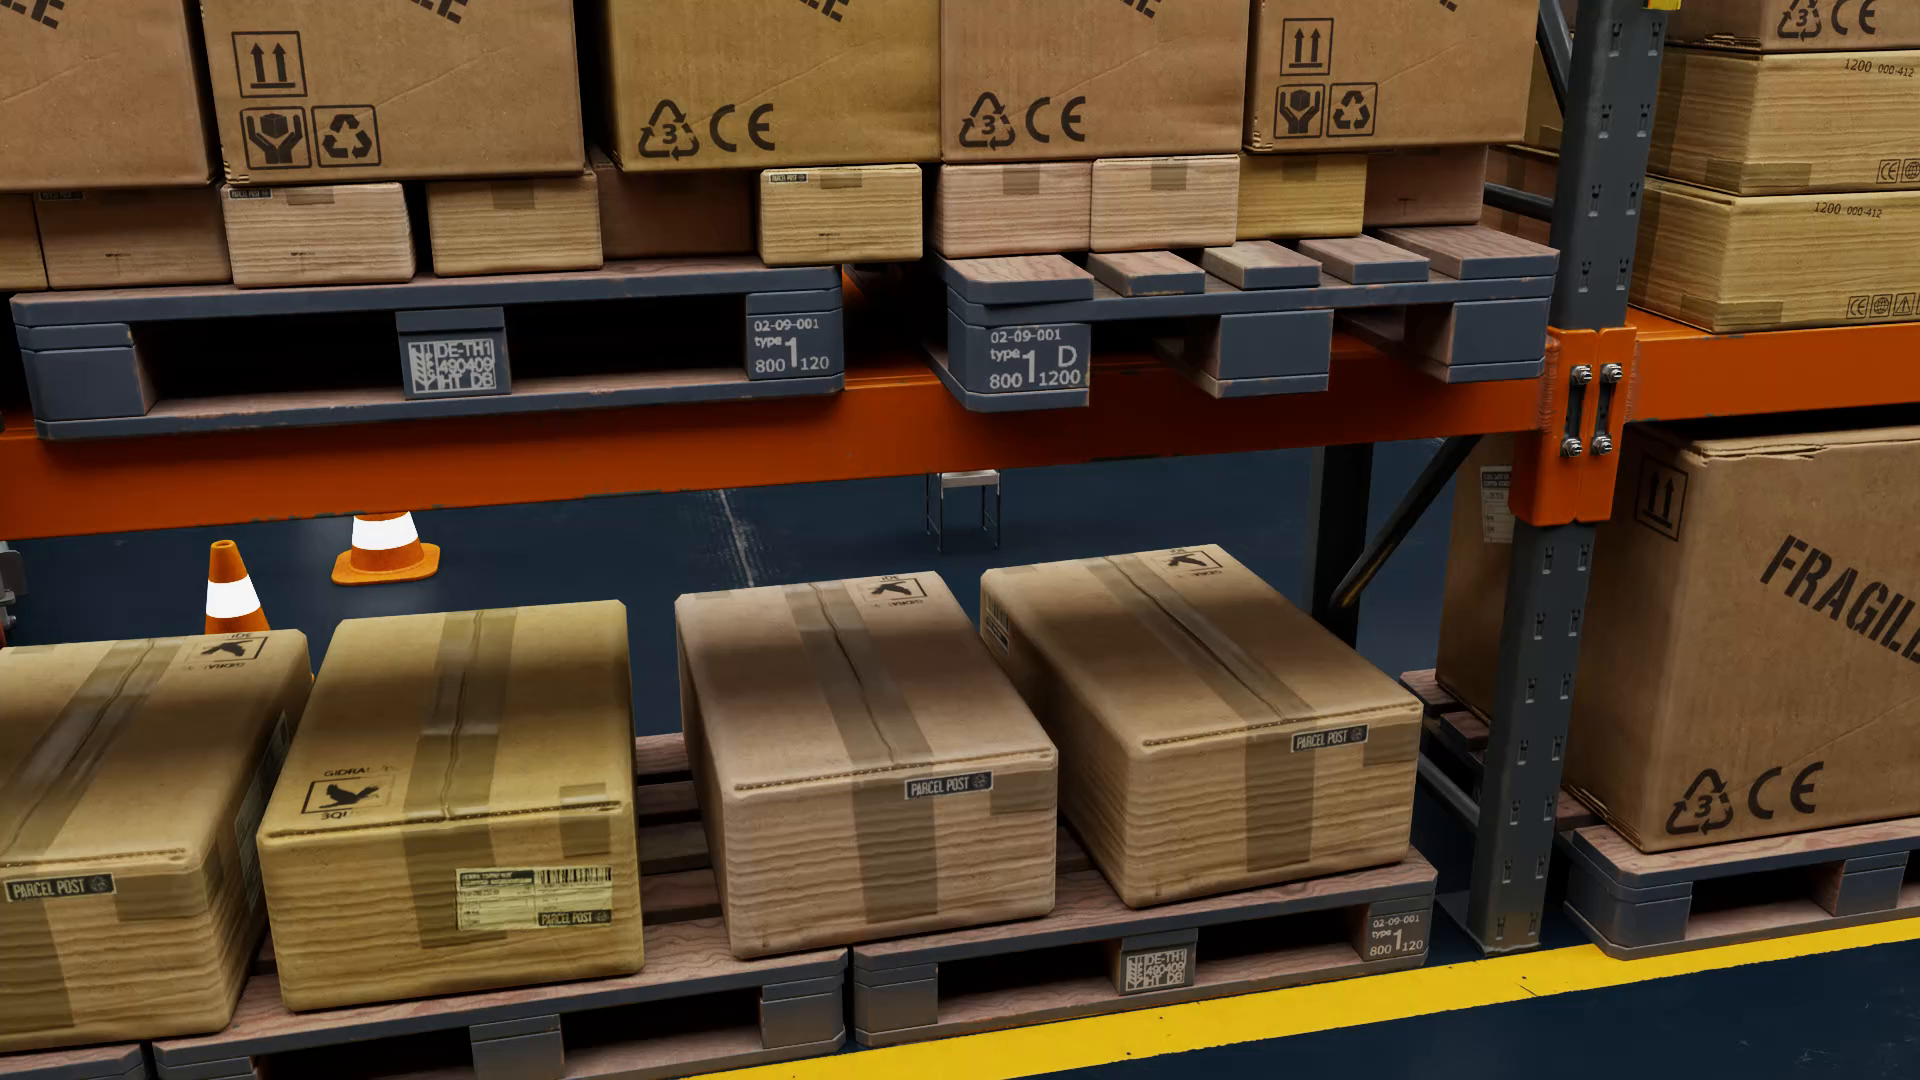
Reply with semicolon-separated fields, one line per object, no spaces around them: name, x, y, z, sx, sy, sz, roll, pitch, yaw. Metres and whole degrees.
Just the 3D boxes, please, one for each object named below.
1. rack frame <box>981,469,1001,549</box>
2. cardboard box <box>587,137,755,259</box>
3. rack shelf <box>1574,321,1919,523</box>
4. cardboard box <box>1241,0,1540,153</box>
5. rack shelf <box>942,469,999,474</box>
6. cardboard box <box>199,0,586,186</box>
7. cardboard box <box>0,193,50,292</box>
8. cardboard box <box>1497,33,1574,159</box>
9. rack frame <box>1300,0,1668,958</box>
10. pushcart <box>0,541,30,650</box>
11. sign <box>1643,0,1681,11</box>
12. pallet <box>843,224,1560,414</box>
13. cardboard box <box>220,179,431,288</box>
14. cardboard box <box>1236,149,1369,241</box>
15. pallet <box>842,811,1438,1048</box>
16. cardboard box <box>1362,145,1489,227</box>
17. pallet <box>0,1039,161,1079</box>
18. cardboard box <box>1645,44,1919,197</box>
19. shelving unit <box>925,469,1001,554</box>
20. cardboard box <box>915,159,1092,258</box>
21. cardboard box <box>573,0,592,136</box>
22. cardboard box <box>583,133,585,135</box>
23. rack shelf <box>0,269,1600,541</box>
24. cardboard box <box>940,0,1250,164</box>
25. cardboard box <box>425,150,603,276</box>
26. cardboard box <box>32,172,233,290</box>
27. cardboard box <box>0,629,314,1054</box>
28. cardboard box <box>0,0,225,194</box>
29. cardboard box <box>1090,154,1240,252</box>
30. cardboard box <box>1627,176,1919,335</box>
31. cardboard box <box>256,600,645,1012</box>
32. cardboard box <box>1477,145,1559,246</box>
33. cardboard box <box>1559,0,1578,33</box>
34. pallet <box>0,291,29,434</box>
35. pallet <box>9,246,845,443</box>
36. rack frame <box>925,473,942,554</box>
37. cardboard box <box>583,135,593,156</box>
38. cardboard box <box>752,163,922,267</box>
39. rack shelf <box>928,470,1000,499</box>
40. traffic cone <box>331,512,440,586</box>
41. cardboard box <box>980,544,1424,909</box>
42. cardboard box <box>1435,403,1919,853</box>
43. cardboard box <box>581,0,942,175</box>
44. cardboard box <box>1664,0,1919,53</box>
rack frame;0.107;-0.431;5.684;0.006;0.900;0.240;-5;21;-12
cardboard box;-0.494;-0.586;2.809;0.250;0.149;0.380;-4;21;-12
rack shelf;2.981;-0.534;3.958;4.000;0.370;1.077;-5;21;-12
cardboard box;0.657;-0.968;2.909;0.500;0.500;0.500;-5;21;-14
rack shelf;0.008;-0.307;5.704;0.200;0.077;0.258;-5;21;-12
cardboard box;-0.866;-0.841;2.560;0.500;0.500;0.500;-6;21;-15
cardboard box;-1.484;-0.485;2.534;0.250;0.149;0.380;-4;21;-12
cardboard box;1.448;-1.001;3.678;0.500;0.250;0.500;-5;21;-13
rack frame;1.035;-0.714;3.402;0.127;3.000;1.000;-5;21;-12
pushcart;-3.431;0.075;5.061;0.936;0.377;1.648;-13;24;-31
sign;1.169;-1.039;2.722;0.005;0.325;0.100;-5;21;-12
pallet;0.366;-0.531;3.183;1.003;0.211;1.213;-5;21;-12
cardboard box;-0.972;-0.508;2.595;0.250;0.149;0.380;-4;20;-10
cardboard box;0.526;-0.643;2.963;0.250;0.149;0.380;-4;21;-12
pallet;0.274;0.657;3.714;1.213;0.211;1.003;-5;21;-12
cardboard box;0.770;-0.688;3.087;0.250;0.149;0.380;-4;20;-10
pallet;-2.100;0.850;3.187;1.213;0.211;1.003;-5;21;-12
cardboard box;1.585;-0.835;3.225;0.500;0.250;0.500;-5;21;-13
shelving unit;0.008;-0.423;5.662;0.210;0.900;0.258;-5;21;-12
cardboard box;0.044;-0.591;2.820;0.250;0.149;0.380;-6;21;-15
cardboard box;-0.477;-1.051;3.136;0.500;0.500;0.500;-4;21;-12
cardboard box;-0.965;-1.014;3.035;0.500;0.500;0.500;-5;21;-15
rack shelf;-0.911;-0.218;3.093;4.000;0.370;1.077;-5;21;-12
cardboard box;0.156;-0.924;2.787;0.500;0.500;0.500;-5;21;-13
cardboard box;-0.719;-0.539;2.680;0.250;0.149;0.380;-5;21;-14
cardboard box;-1.243;-0.504;2.585;0.250;0.149;0.380;-4;21;-12
cardboard box;-1.649;0.539;3.191;0.625;0.372;0.950;-3;20;-9
cardboard box;-1.364;-0.796;2.439;0.500;0.500;0.500;-5;21;-13
cardboard box;0.291;-0.608;2.867;0.250;0.149;0.380;-5;21;-13
cardboard box;1.569;-0.598;3.303;0.500;0.250;0.500;-5;21;-13
cardboard box;-0.973;0.484;3.343;0.625;0.372;0.950;-4;20;-11
cardboard box;1.467;-0.770;3.774;0.500;0.250;0.500;-5;21;-14
cardboard box;1.478;-1.359;3.563;0.500;0.500;0.500;-5;21;-14
pallet;-2.080;-0.319;2.603;1.213;0.211;1.003;-5;21;-12
pallet;-0.882;-0.453;2.970;1.213;0.211;1.003;-5;21;-12
rack frame;-0.091;-0.415;5.640;0.006;0.900;0.240;-5;21;-12
cardboard box;-0.639;-0.717;3.164;0.250;0.149;0.380;-4;20;-10
cardboard box;-0.220;-0.564;2.748;0.250;0.149;0.380;-4;21;-12
rack shelf;0.008;-0.223;5.735;0.200;0.077;0.258;-5;21;-12
traffic cone;-1.921;-0.130;5.498;0.334;0.463;0.336;-5;21;-12
cardboard box;0.483;0.364;3.669;0.625;0.372;0.950;-6;21;-16
cardboard box;1.726;0.060;3.768;0.875;0.875;0.875;-5;21;-13
cardboard box;-0.335;-0.883;2.677;0.500;0.500;0.500;-6;21;-16
cardboard box;1.571;-1.187;3.096;0.500;0.500;0.500;-5;21;-14
